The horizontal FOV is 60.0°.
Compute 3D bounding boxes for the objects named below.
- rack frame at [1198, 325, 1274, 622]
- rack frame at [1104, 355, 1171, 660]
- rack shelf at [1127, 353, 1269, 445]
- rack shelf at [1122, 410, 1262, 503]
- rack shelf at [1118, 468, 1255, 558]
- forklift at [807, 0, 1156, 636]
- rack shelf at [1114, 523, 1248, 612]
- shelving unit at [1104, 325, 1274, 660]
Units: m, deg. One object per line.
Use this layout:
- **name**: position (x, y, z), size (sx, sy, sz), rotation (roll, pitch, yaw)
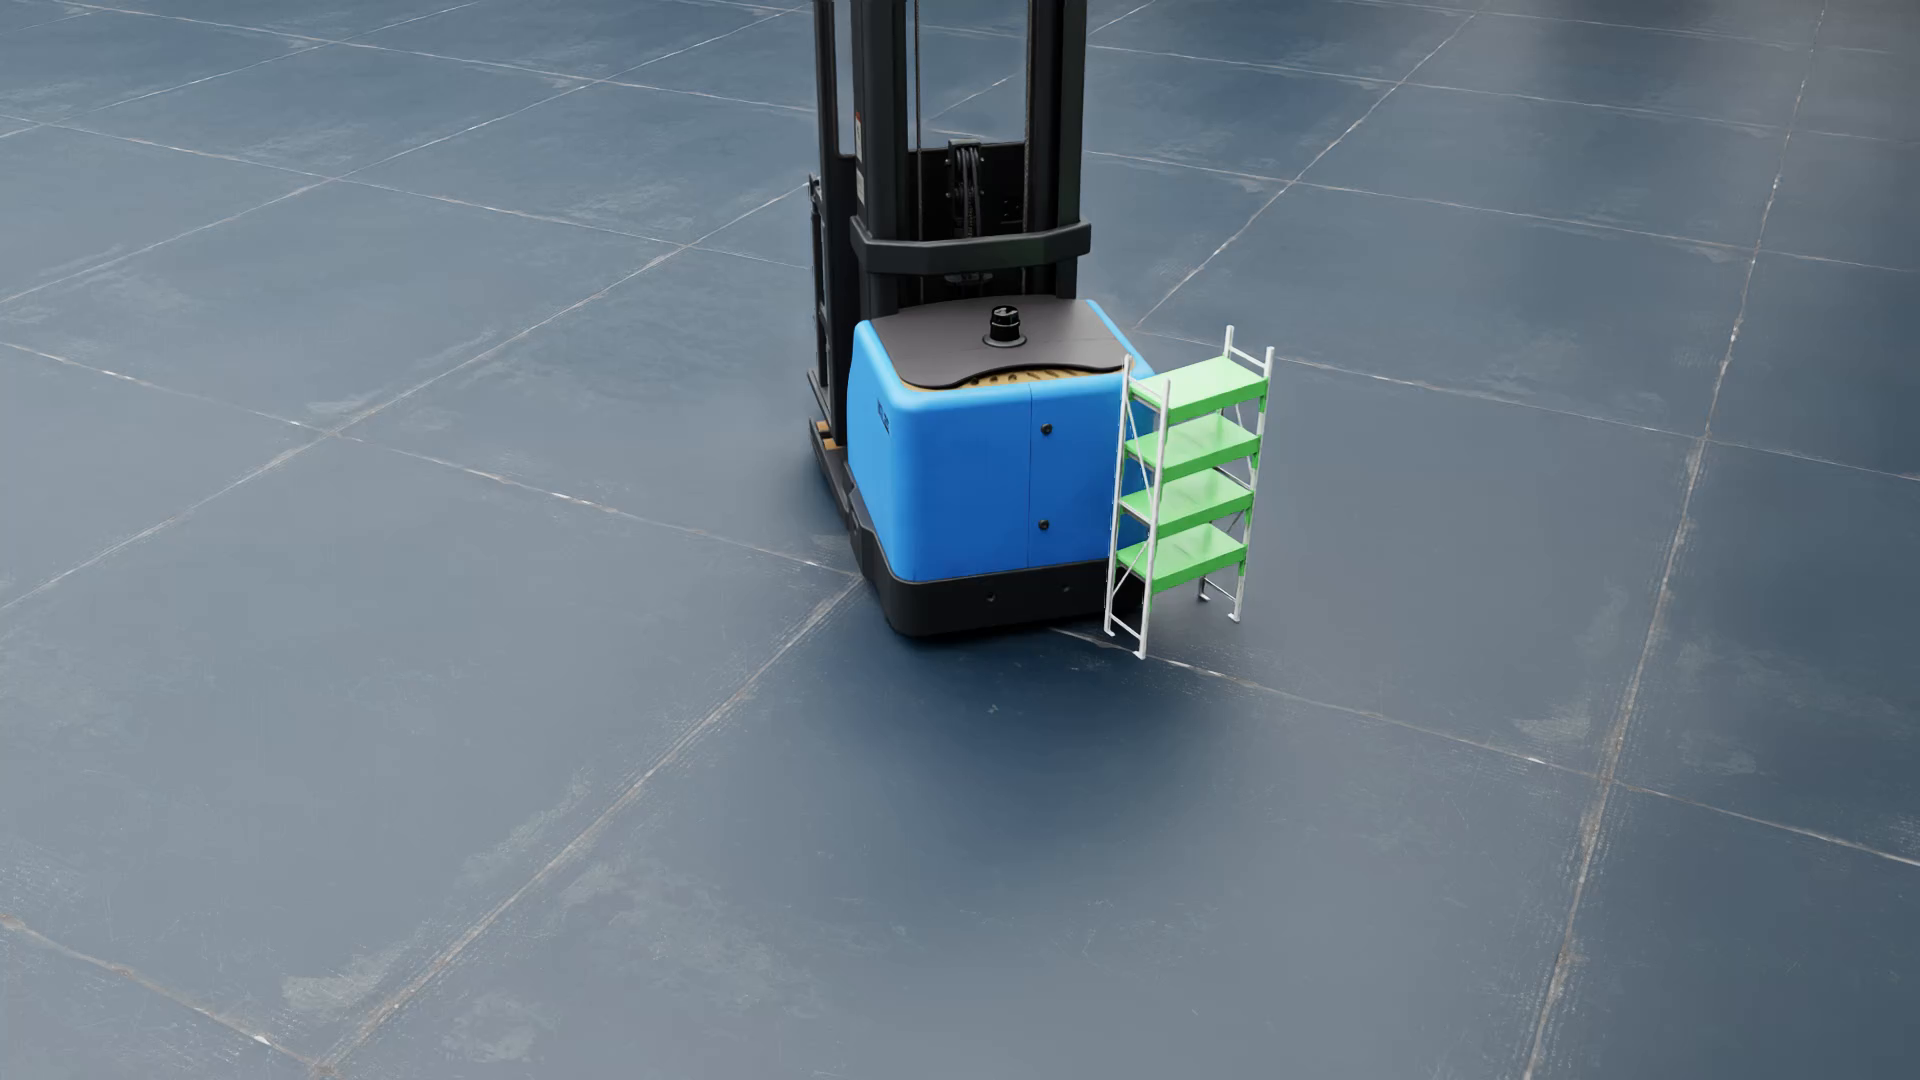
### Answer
- **rack frame**: position (1.061, -0.237, 6.449), size (0.015, 1.200, 0.240), rotation (-18, 37, -29)
- **rack frame**: position (0.656, -0.101, 6.213), size (0.015, 1.200, 0.240), rotation (-18, 37, -29)
- **rack shelf**: position (0.866, -0.524, 6.114), size (0.480, 0.148, 0.258), rotation (-18, 37, -29)
- **rack shelf**: position (0.862, -0.319, 6.239), size (0.480, 0.148, 0.258), rotation (-18, 37, -29)
- **rack shelf**: position (0.857, -0.115, 6.364), size (0.480, 0.148, 0.258), rotation (-18, 37, -29)
- **forklift**: position (-0.095, -1.618, 7.124), size (1.130, 2.935, 3.031), rotation (-7, 31, -12)
- **rack shelf**: position (0.853, 0.090, 6.489), size (0.480, 0.148, 0.258), rotation (-18, 37, -29)
- **shelving unit**: position (0.858, -0.169, 6.331), size (0.503, 1.200, 0.258), rotation (-18, 37, -29)
